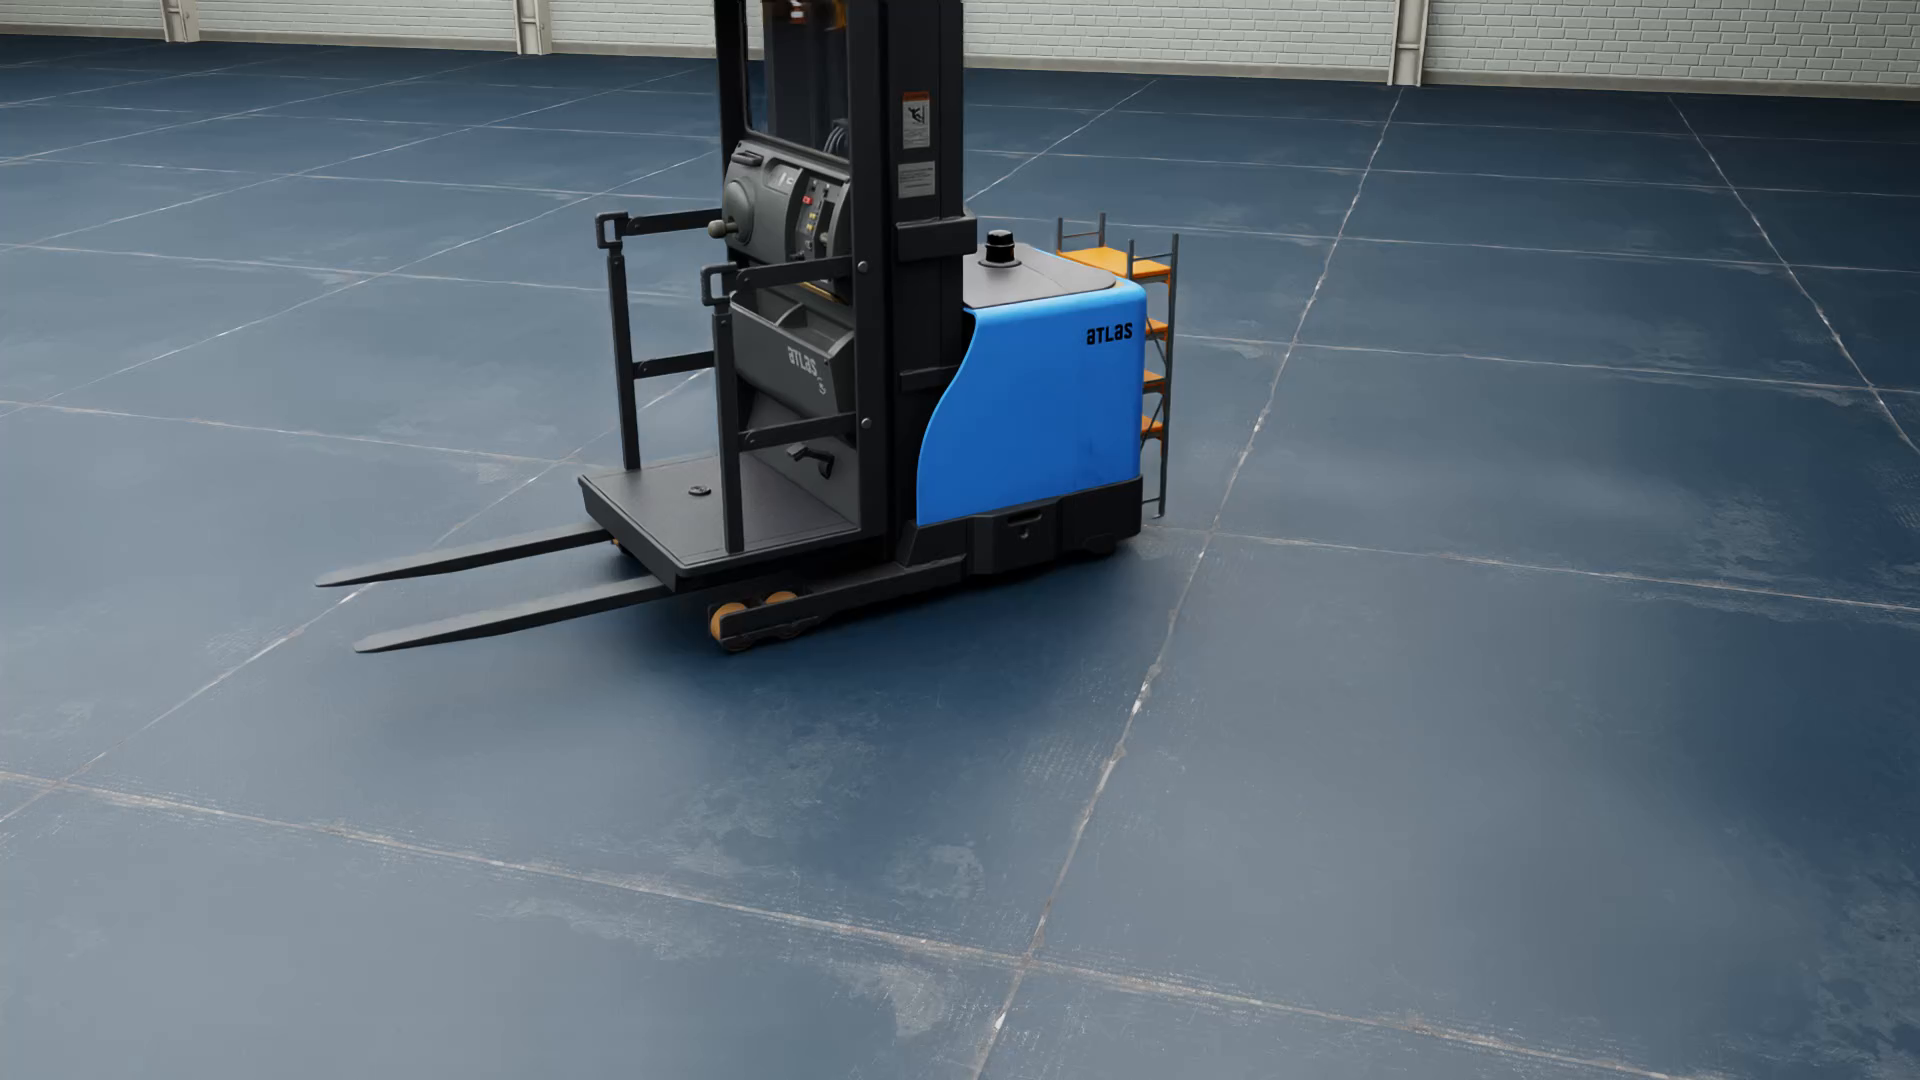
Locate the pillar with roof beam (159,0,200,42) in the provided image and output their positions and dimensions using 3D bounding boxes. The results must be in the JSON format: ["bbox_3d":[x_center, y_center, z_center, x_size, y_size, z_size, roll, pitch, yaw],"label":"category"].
[{"bbox_3d":[-13.018,-10.169,19.703,0.400,9.000,9.100,7,23,16],"label":"pillar with roof beam"}]

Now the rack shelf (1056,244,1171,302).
[{"bbox_3d":[0.630,-1.076,6.778,0.258,0.148,0.480,-13,26,-29],"label":"rack shelf"}]

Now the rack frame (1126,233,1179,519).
[{"bbox_3d":[0.757,-0.634,6.734,0.240,1.200,0.015,-13,26,-29],"label":"rack frame"}]

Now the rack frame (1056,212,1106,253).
[{"bbox_3d":[0.502,-0.792,7.119,0.240,1.200,0.015,-13,26,-29],"label":"rack frame"}]

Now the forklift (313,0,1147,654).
[{"bbox_3d":[-0.802,-1.196,5.823,3.031,2.935,1.130,-13,26,-28],"label":"forklift"}]

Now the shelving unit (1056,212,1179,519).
[{"bbox_3d":[0.630,-0.713,6.927,0.258,1.200,0.503,-13,26,-29],"label":"shelving unit"}]

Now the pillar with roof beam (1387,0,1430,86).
[{"bbox_3d":[4.214,-8.196,14.892,0.400,9.000,9.100,7,23,16],"label":"pillar with roof beam"}]

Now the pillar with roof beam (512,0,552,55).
[{"bbox_3d":[-7.274,-9.511,18.099,0.400,9.000,9.100,7,23,16],"label":"pillar with roof beam"}]

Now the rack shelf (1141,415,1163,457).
[{"bbox_3d":[0.630,-0.467,7.028,0.258,0.148,0.480,-13,26,-29],"label":"rack shelf"}]

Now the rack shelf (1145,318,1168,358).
[{"bbox_3d":[0.630,-0.858,6.868,0.258,0.148,0.480,-13,26,-29],"label":"rack shelf"}]

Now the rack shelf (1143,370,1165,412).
[{"bbox_3d":[0.630,-0.651,6.952,0.258,0.148,0.480,-13,26,-29],"label":"rack shelf"}]
